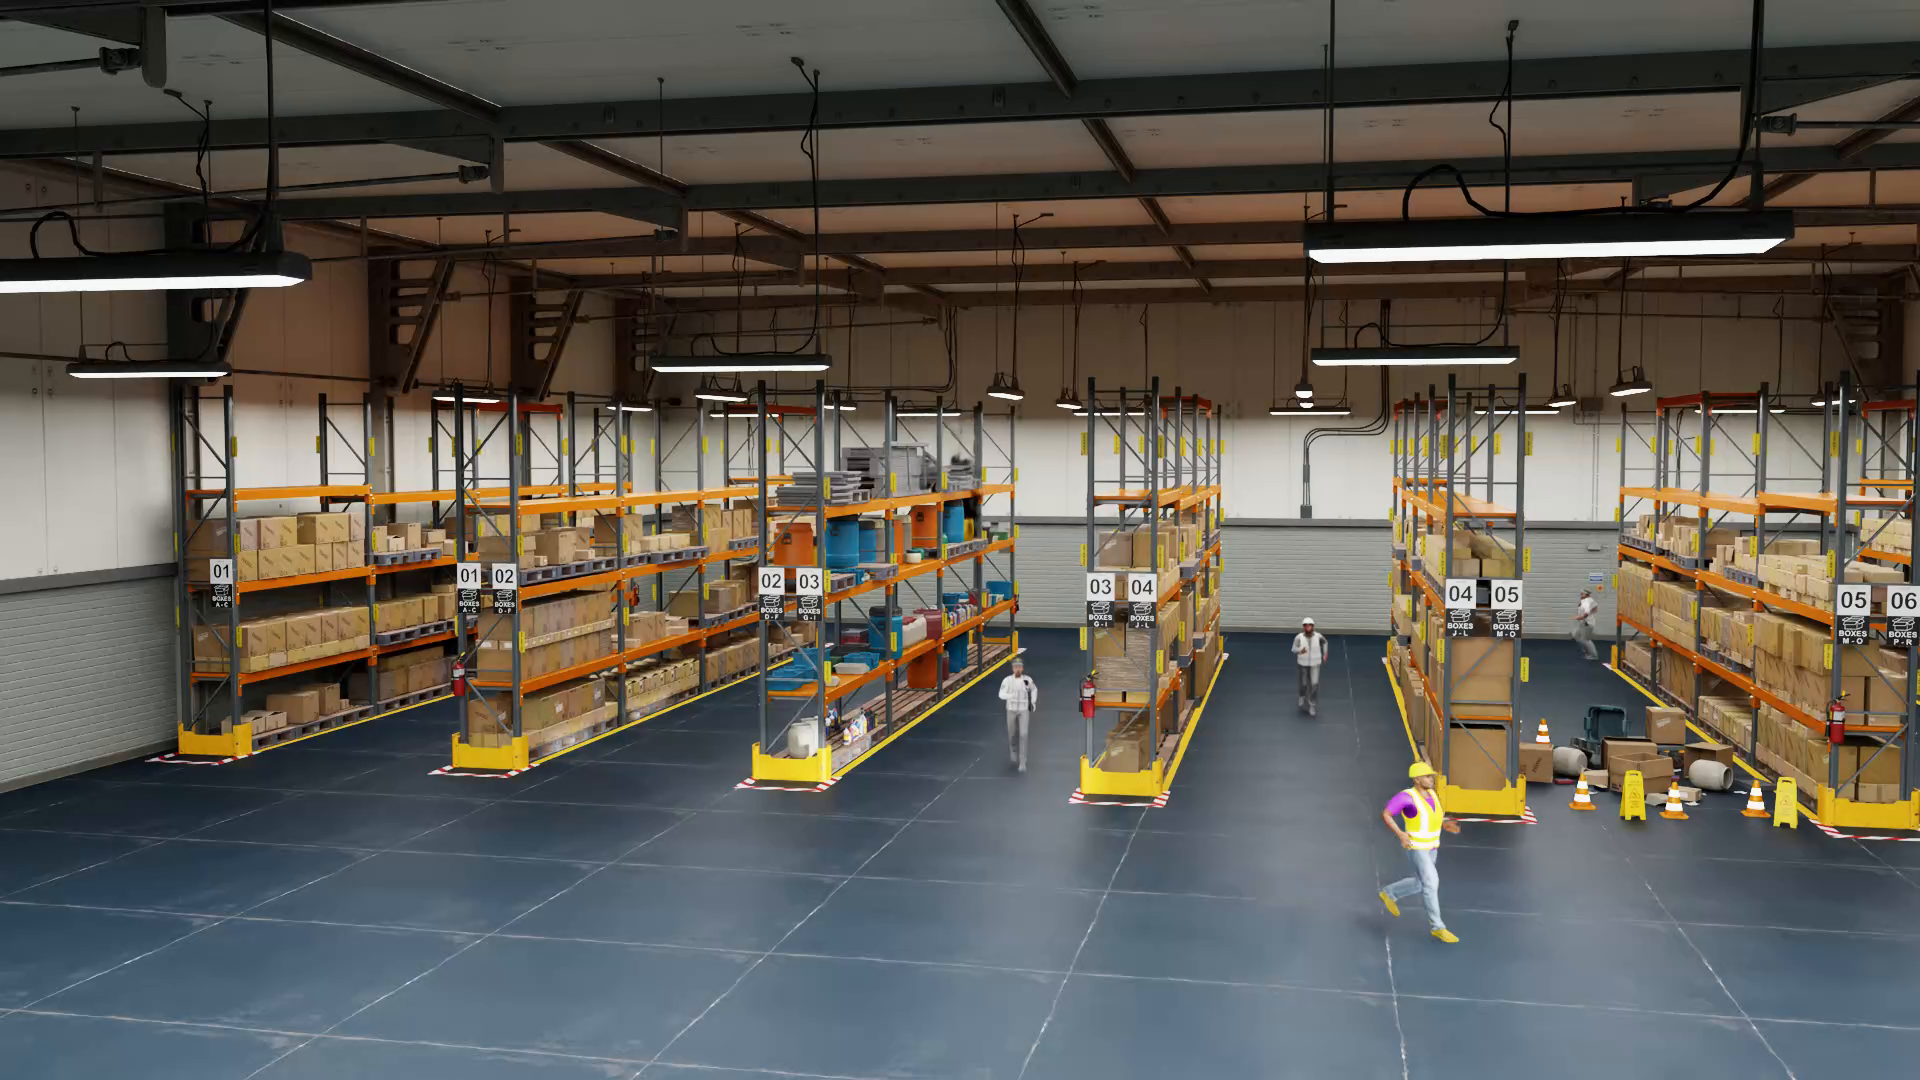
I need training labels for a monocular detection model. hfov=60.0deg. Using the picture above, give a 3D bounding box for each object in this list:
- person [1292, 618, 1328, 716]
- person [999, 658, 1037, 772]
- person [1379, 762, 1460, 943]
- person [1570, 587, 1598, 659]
[{"bbox_3d":[6.591,2.362,31.373,0.663,1.818,0.914,1,3,12],"label":"person"},{"bbox_3d":[0.908,2.686,25.923,0.598,1.715,0.863,0,3,2],"label":"person"},{"bbox_3d":[4.714,3.161,17.080,0.700,1.773,0.968,-3,4,-44],"label":"person"},{"bbox_3d":[14.646,1.966,39.010,0.653,1.751,0.716,1,3,20],"label":"person"}]
